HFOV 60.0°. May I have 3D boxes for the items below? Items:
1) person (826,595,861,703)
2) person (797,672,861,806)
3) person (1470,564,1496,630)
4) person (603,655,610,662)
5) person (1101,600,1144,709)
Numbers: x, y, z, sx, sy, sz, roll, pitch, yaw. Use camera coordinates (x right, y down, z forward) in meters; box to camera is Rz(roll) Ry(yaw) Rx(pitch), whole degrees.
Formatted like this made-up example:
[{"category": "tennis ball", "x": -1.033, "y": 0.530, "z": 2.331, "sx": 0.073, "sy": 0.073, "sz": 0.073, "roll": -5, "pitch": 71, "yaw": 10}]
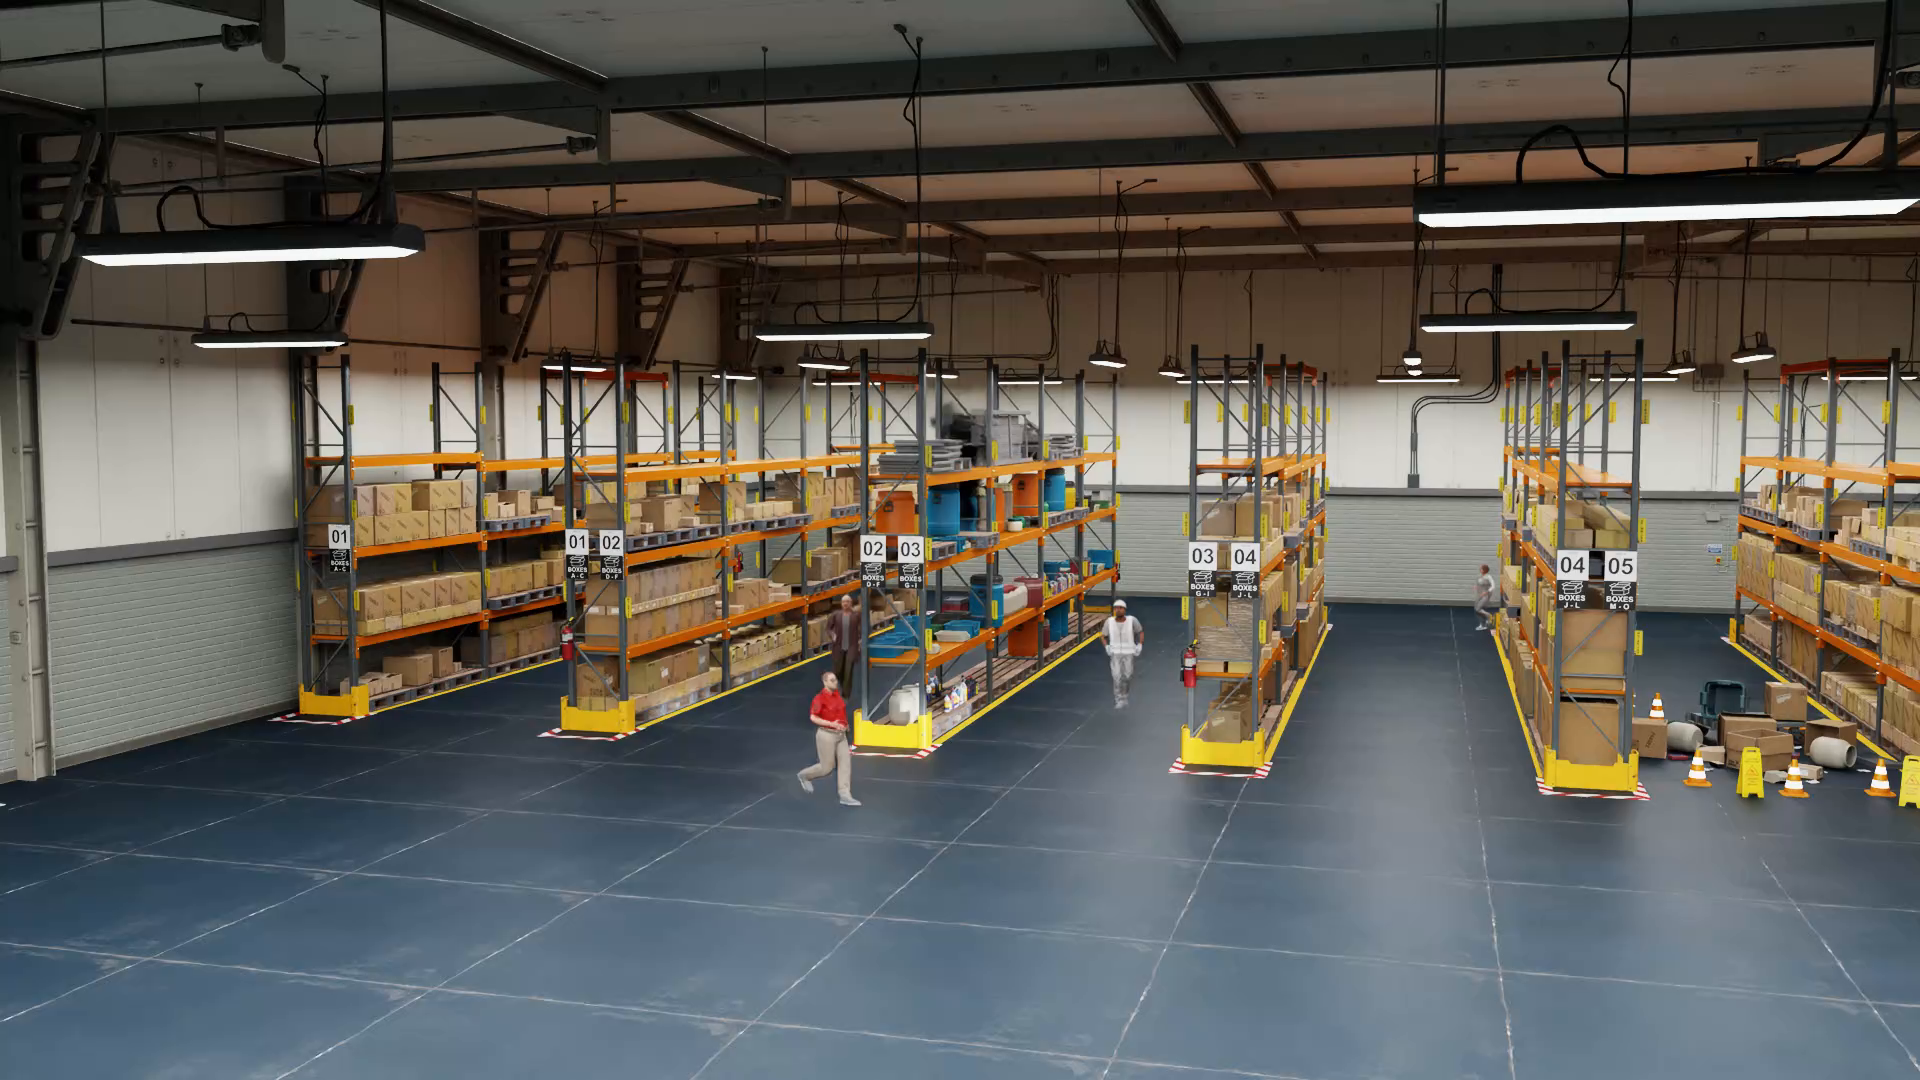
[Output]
[{"category": "person", "x": -1.867, "y": 1.786, "z": 27.381, "sx": 0.709, "sy": 1.755, "sz": 0.687, "roll": 0, "pitch": 4, "yaw": 5}, {"category": "person", "x": -1.656, "y": 2.538, "z": 21.352, "sx": 0.945, "sy": 1.700, "sz": 0.665, "roll": 3, "pitch": 5, "yaw": 35}, {"category": "person", "x": 12.178, "y": 1.336, "z": 38.722, "sx": 0.570, "sy": 1.551, "sz": 0.557, "roll": -1, "pitch": 4, "yaw": -11}, {"category": "person", "x": -6.328, "y": 1.871, "z": 30.656, "sx": 0.543, "sy": 1.720, "sz": 0.723, "roll": 1, "pitch": 4, "yaw": 8}, {"category": "person", "x": 2.592, "y": 1.842, "z": 26.677, "sx": 0.689, "sy": 1.753, "sz": 0.496, "roll": 1, "pitch": 4, "yaw": 9}]
